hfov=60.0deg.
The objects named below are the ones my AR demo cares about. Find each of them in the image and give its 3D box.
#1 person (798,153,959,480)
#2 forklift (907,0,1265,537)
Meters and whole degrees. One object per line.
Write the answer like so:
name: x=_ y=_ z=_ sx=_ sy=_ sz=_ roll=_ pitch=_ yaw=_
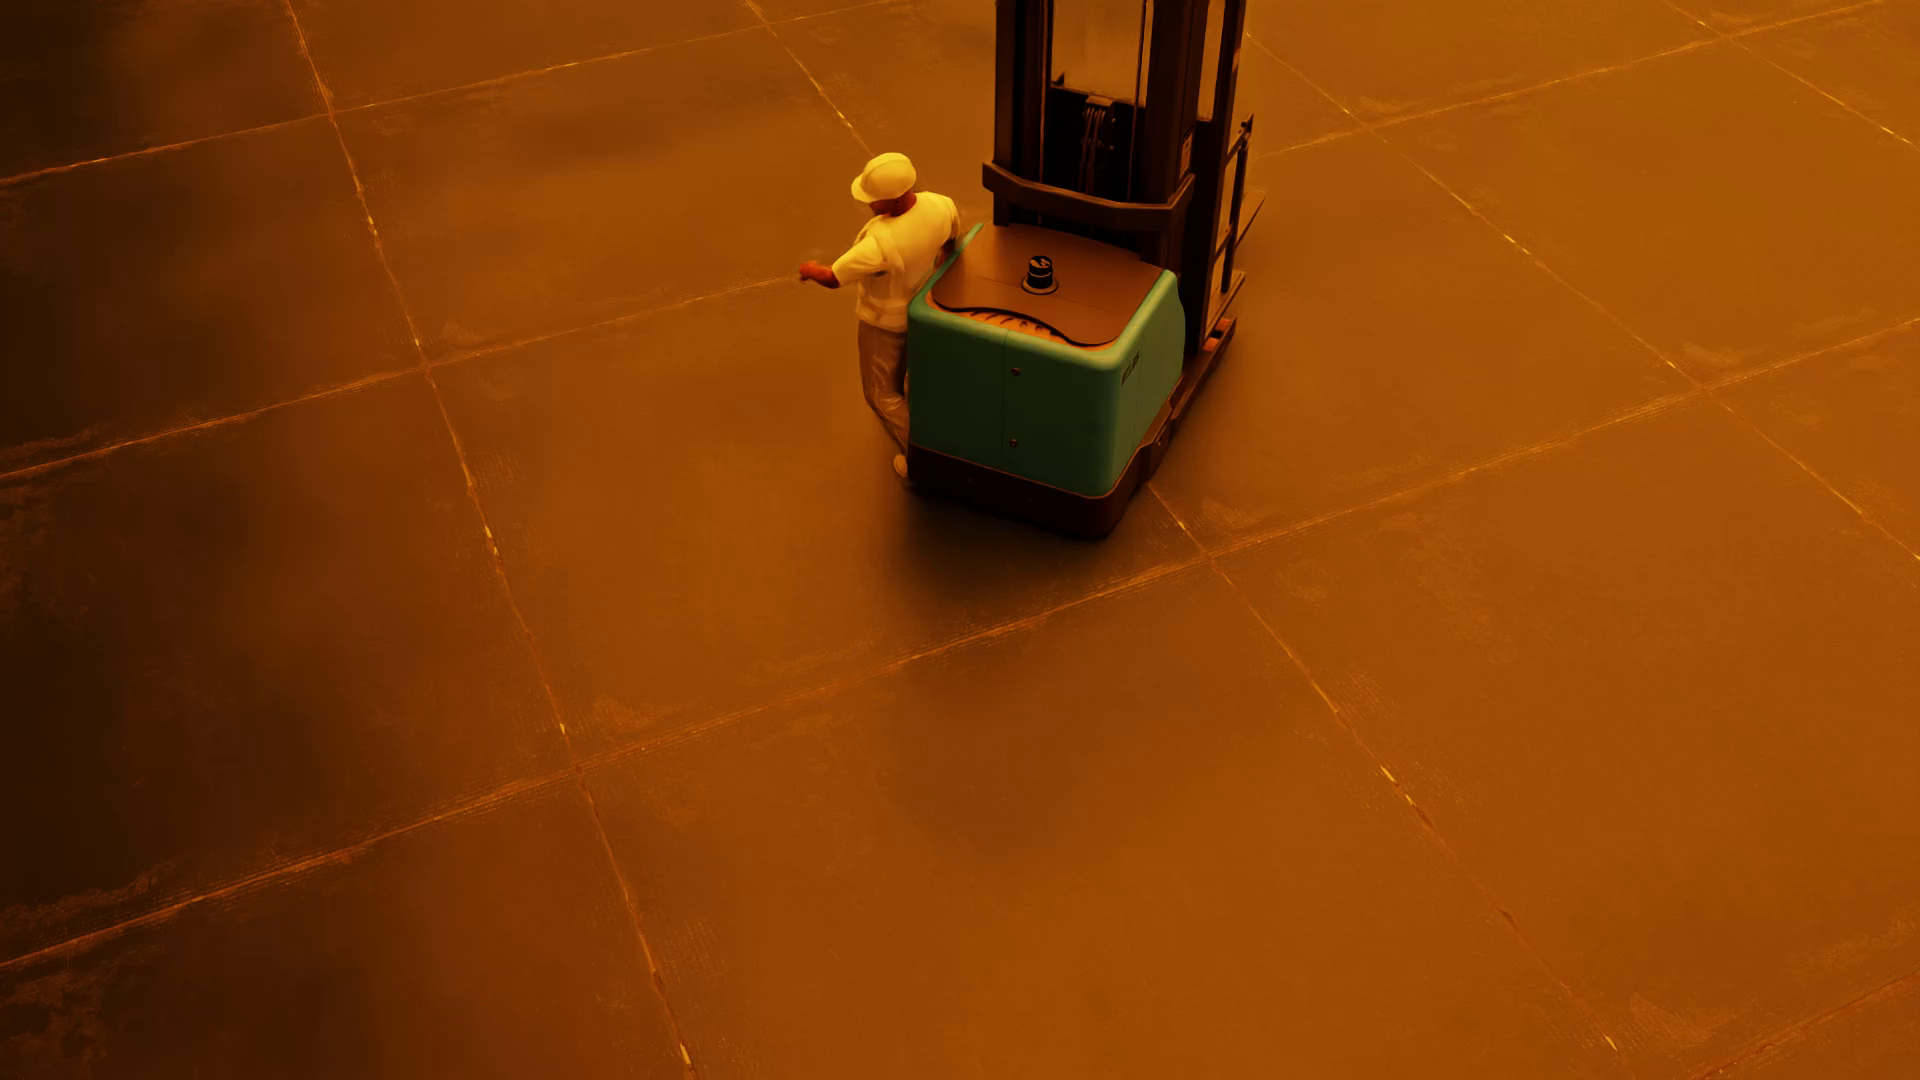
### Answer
person: x=-0.315 y=-1.166 z=7.851 sx=0.835 sy=1.703 sz=0.791 roll=24 pitch=48 yaw=23
forklift: x=0.829 y=-2.096 z=7.926 sx=1.130 sy=2.935 sz=3.031 roll=18 pitch=46 yaw=18
